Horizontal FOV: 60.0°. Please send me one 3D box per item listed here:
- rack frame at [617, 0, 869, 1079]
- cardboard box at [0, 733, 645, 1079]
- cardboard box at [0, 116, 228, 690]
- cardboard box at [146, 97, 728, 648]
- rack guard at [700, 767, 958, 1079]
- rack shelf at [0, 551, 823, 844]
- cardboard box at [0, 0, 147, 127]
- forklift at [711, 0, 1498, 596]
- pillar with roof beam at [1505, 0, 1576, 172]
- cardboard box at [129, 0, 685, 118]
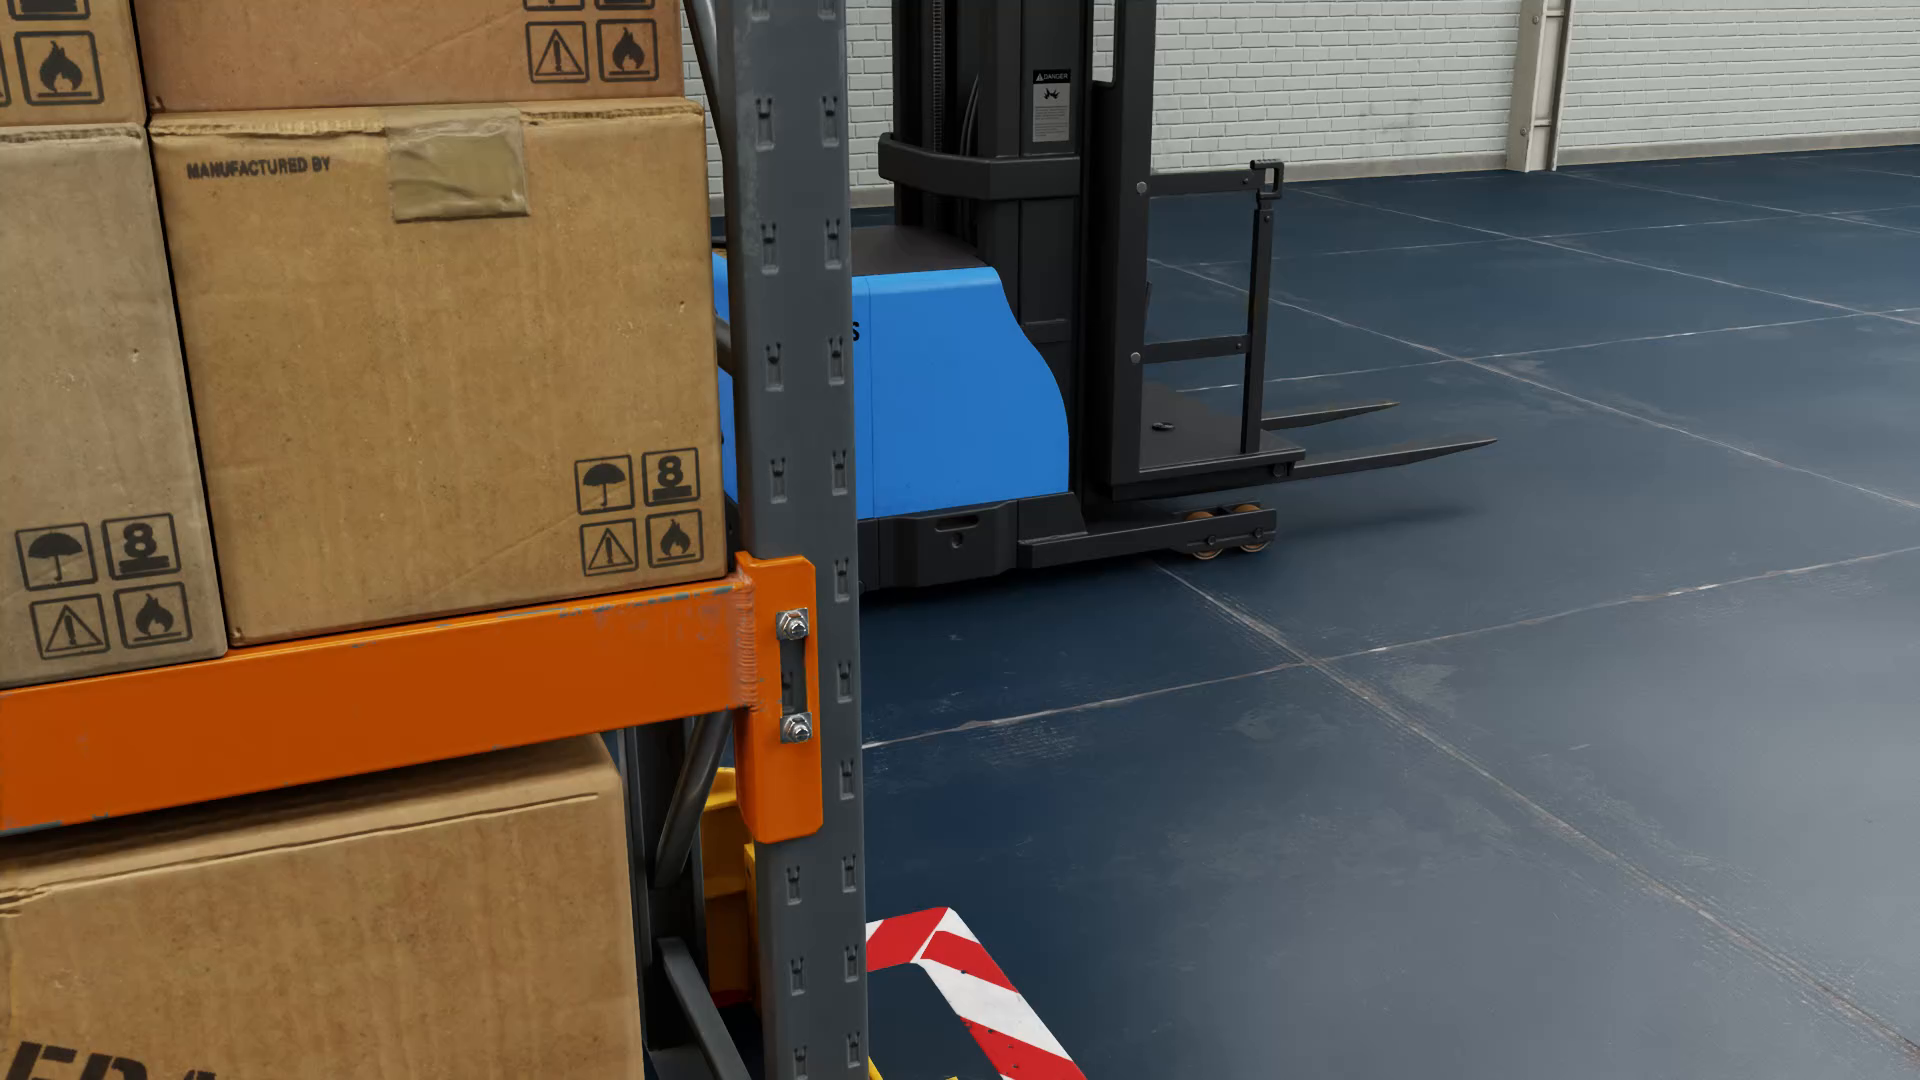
[{"bbox_3d":[-0.376,-0.301,2.361,0.127,3.000,1.000,-8,21,-22],"label":"rack frame"},{"bbox_3d":[-0.972,0.612,2.333,0.875,0.875,0.875,-8,21,-22],"label":"cardboard box"},{"bbox_3d":[-1.195,-0.230,1.934,0.550,0.550,0.875,-8,21,-22],"label":"cardboard box"},{"bbox_3d":[-0.699,-0.309,2.158,0.550,0.550,0.875,-8,21,-22],"label":"cardboard box"},{"bbox_3d":[-0.354,0.875,2.785,0.348,0.500,1.175,-8,21,-22],"label":"rack guard"},{"bbox_3d":[-2.212,0.301,1.733,4.000,0.370,1.077,-8,21,-22],"label":"rack shelf"},{"bbox_3d":[-1.200,-0.744,1.766,0.550,0.550,0.875,-8,21,-22],"label":"cardboard box"},{"bbox_3d":[0.572,-1.465,5.770,3.031,2.935,1.130,-8,21,-22],"label":"forklift"},{"bbox_3d":[7.329,-6.589,11.187,0.400,9.000,9.100,-8,21,-22],"label":"pillar with roof beam"},{"bbox_3d":[-0.732,-0.844,2.052,0.550,0.550,0.875,-8,21,-22],"label":"cardboard box"}]
